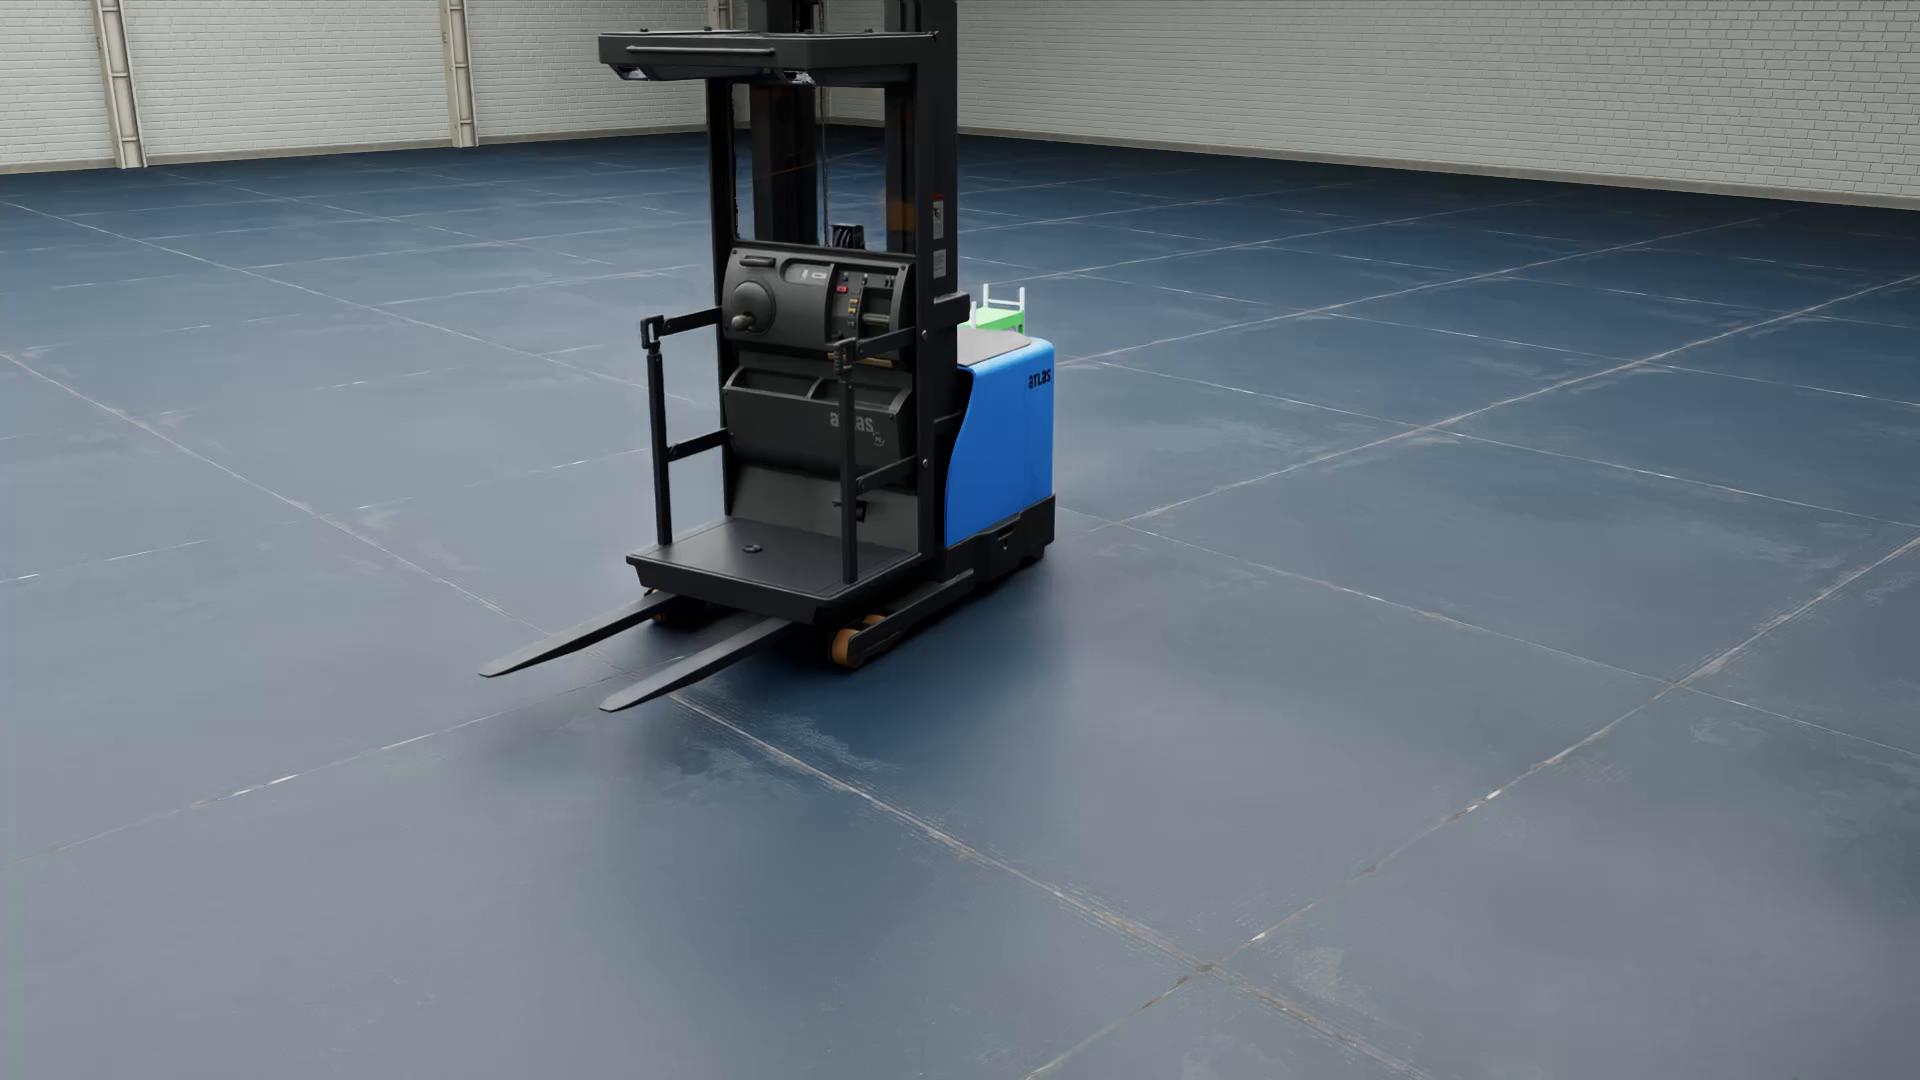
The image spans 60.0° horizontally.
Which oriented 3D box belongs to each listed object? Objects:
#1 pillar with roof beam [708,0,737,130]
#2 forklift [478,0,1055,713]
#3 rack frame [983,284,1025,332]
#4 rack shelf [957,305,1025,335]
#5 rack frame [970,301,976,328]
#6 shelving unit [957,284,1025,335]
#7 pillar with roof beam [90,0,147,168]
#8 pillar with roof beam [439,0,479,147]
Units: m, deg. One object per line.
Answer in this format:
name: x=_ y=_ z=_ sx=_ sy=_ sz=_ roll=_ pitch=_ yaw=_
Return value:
pillar with roof beam: x=-2.033 y=-12.032 z=31.005 sx=0.400 sy=9.000 sz=9.100 roll=-16 pitch=24 yaw=-41
forklift: x=-0.730 y=-1.027 z=6.900 sx=1.130 sy=2.935 sz=3.031 roll=11 pitch=21 yaw=30
rack frame: x=0.230 y=-0.754 z=8.865 sx=0.240 sy=1.200 sz=0.015 roll=11 pitch=21 yaw=30
rack shelf: x=0.102 y=-1.086 z=8.539 sx=0.258 sy=0.148 sz=0.480 roll=11 pitch=21 yaw=30
rack frame: x=-0.025 y=-0.626 z=8.469 sx=0.240 sy=1.200 sz=0.015 roll=11 pitch=21 yaw=30
shelving unit: x=0.102 y=-0.690 z=8.667 sx=0.258 sy=1.200 sz=0.503 roll=11 pitch=21 yaw=30
pillar with roof beam: x=-10.752 y=-9.489 z=23.162 sx=0.400 sy=9.000 sz=9.100 roll=-16 pitch=24 yaw=-41
pillar with roof beam: x=-6.393 y=-10.761 z=27.083 sx=0.400 sy=9.000 sz=9.100 roll=-16 pitch=24 yaw=-41
